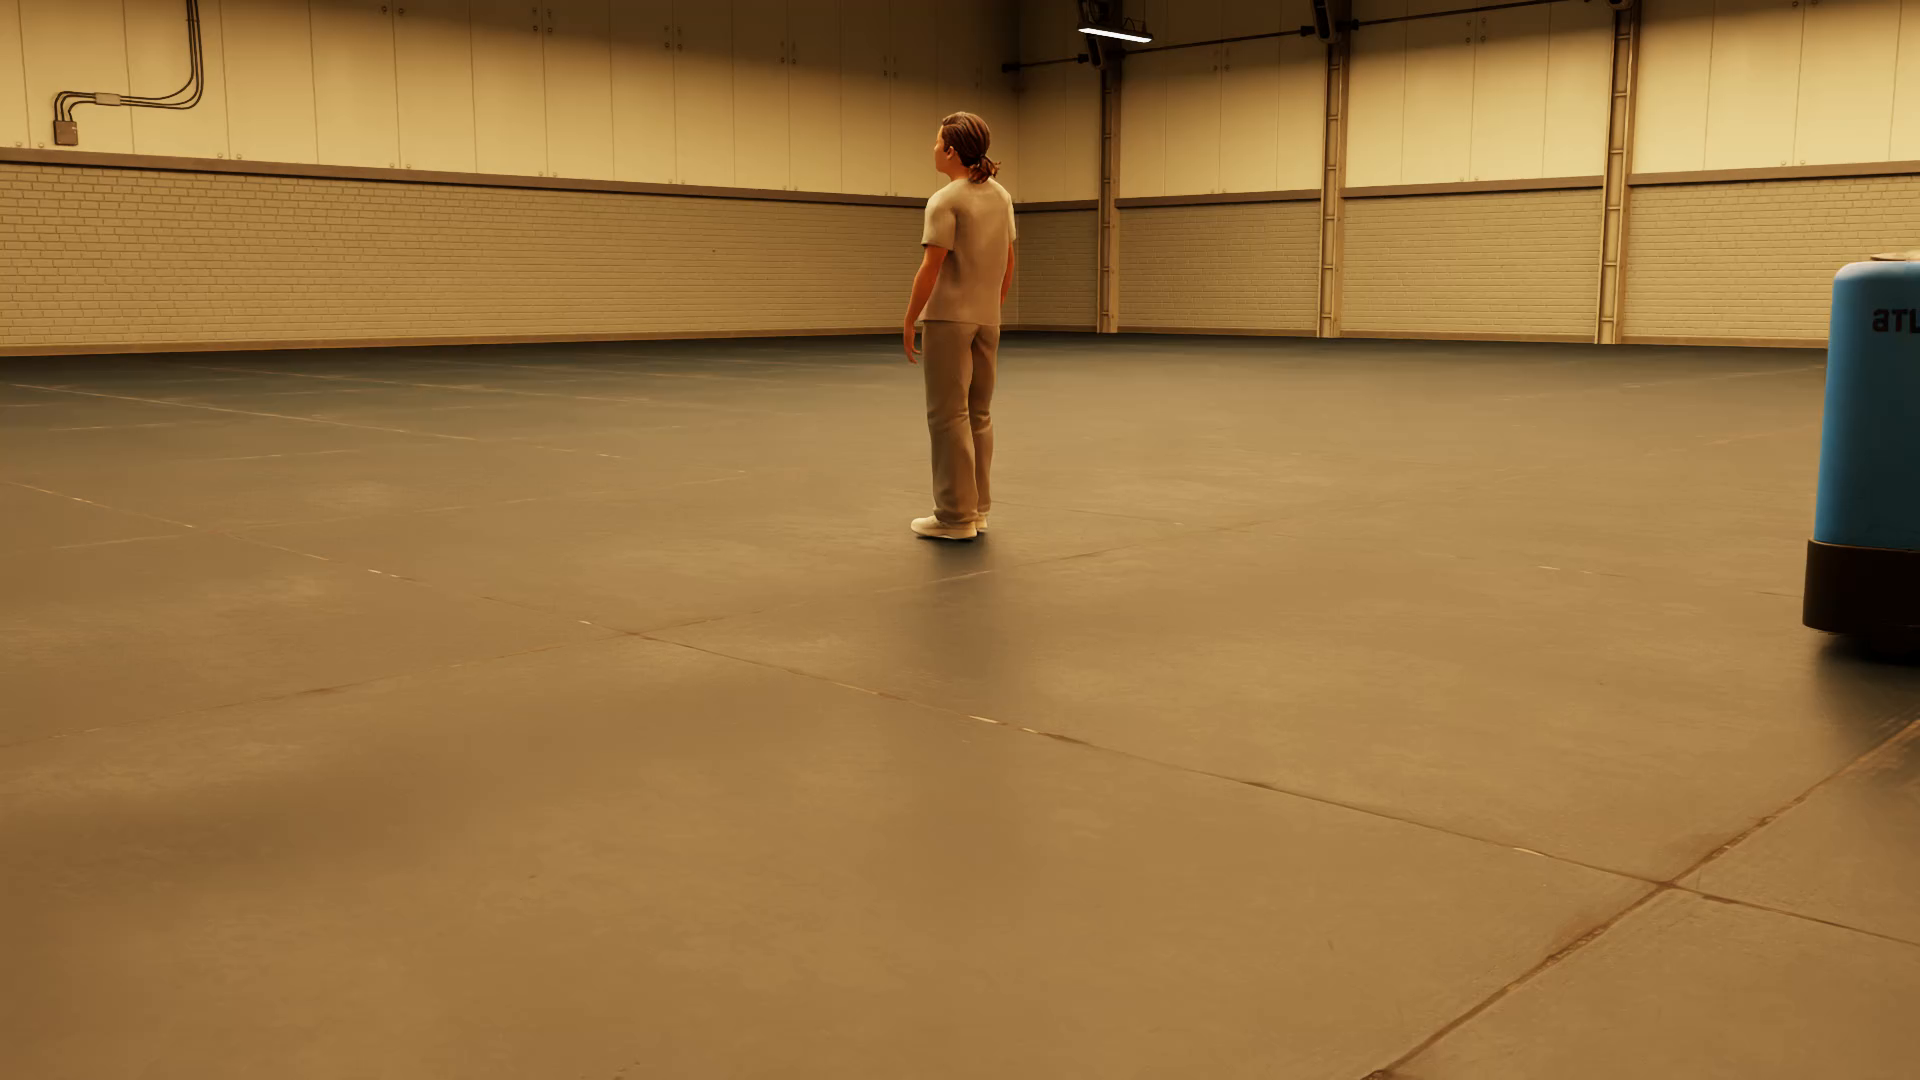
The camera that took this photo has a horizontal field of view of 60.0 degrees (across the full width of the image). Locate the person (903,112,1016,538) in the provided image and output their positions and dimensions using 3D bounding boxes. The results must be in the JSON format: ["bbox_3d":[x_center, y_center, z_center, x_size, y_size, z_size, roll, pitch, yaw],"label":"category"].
[{"bbox_3d":[-0.044,-0.845,6.652,0.548,1.673,0.549,8,12,43],"label":"person"}]

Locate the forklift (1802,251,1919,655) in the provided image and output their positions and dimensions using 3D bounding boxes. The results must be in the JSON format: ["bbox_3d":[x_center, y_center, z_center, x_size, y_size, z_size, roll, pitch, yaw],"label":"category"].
[{"bbox_3d":[3.856,-1.067,3.961,3.031,2.935,1.130,6,10,35],"label":"forklift"}]
